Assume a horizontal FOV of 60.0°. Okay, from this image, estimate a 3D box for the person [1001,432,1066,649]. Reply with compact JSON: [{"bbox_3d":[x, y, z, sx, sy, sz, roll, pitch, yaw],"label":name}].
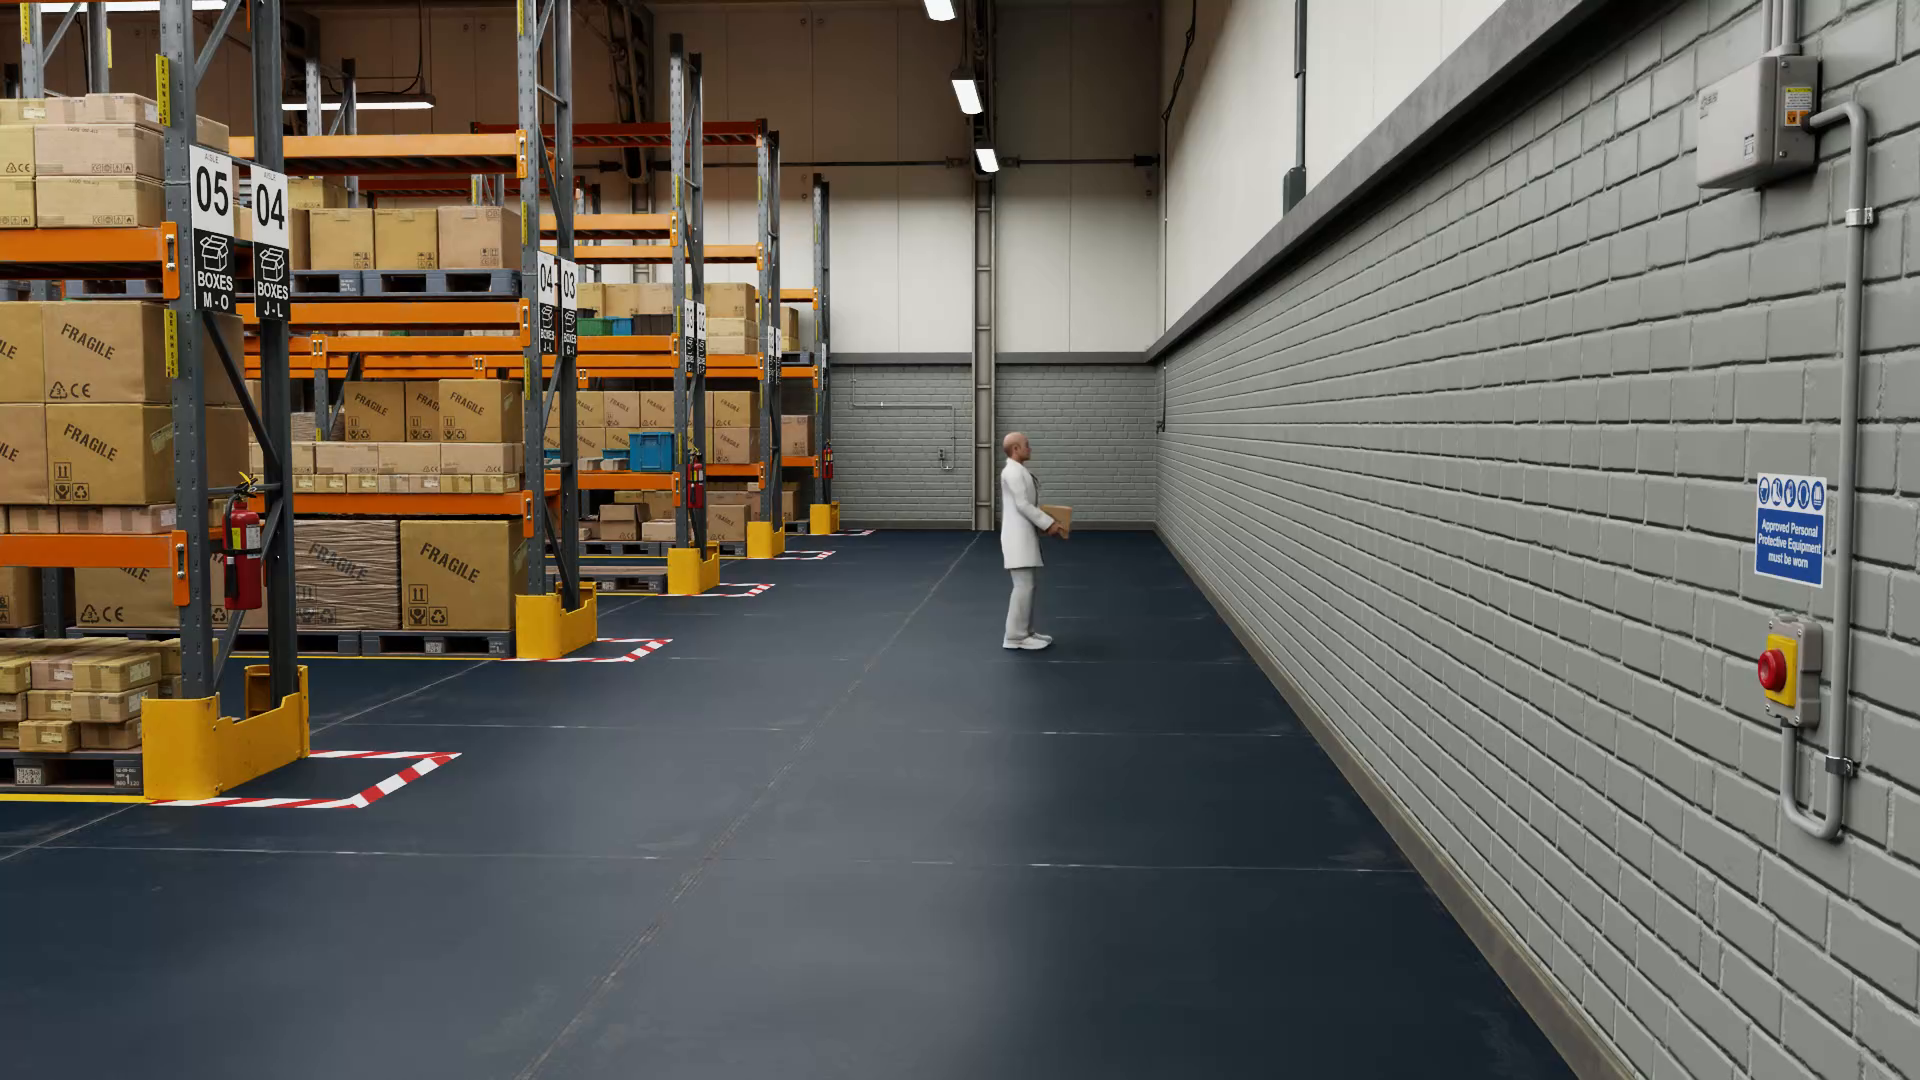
[{"bbox_3d":[0.608,0.000,13.784,0.541,1.779,0.542,0,4,3],"label":"person"}]
